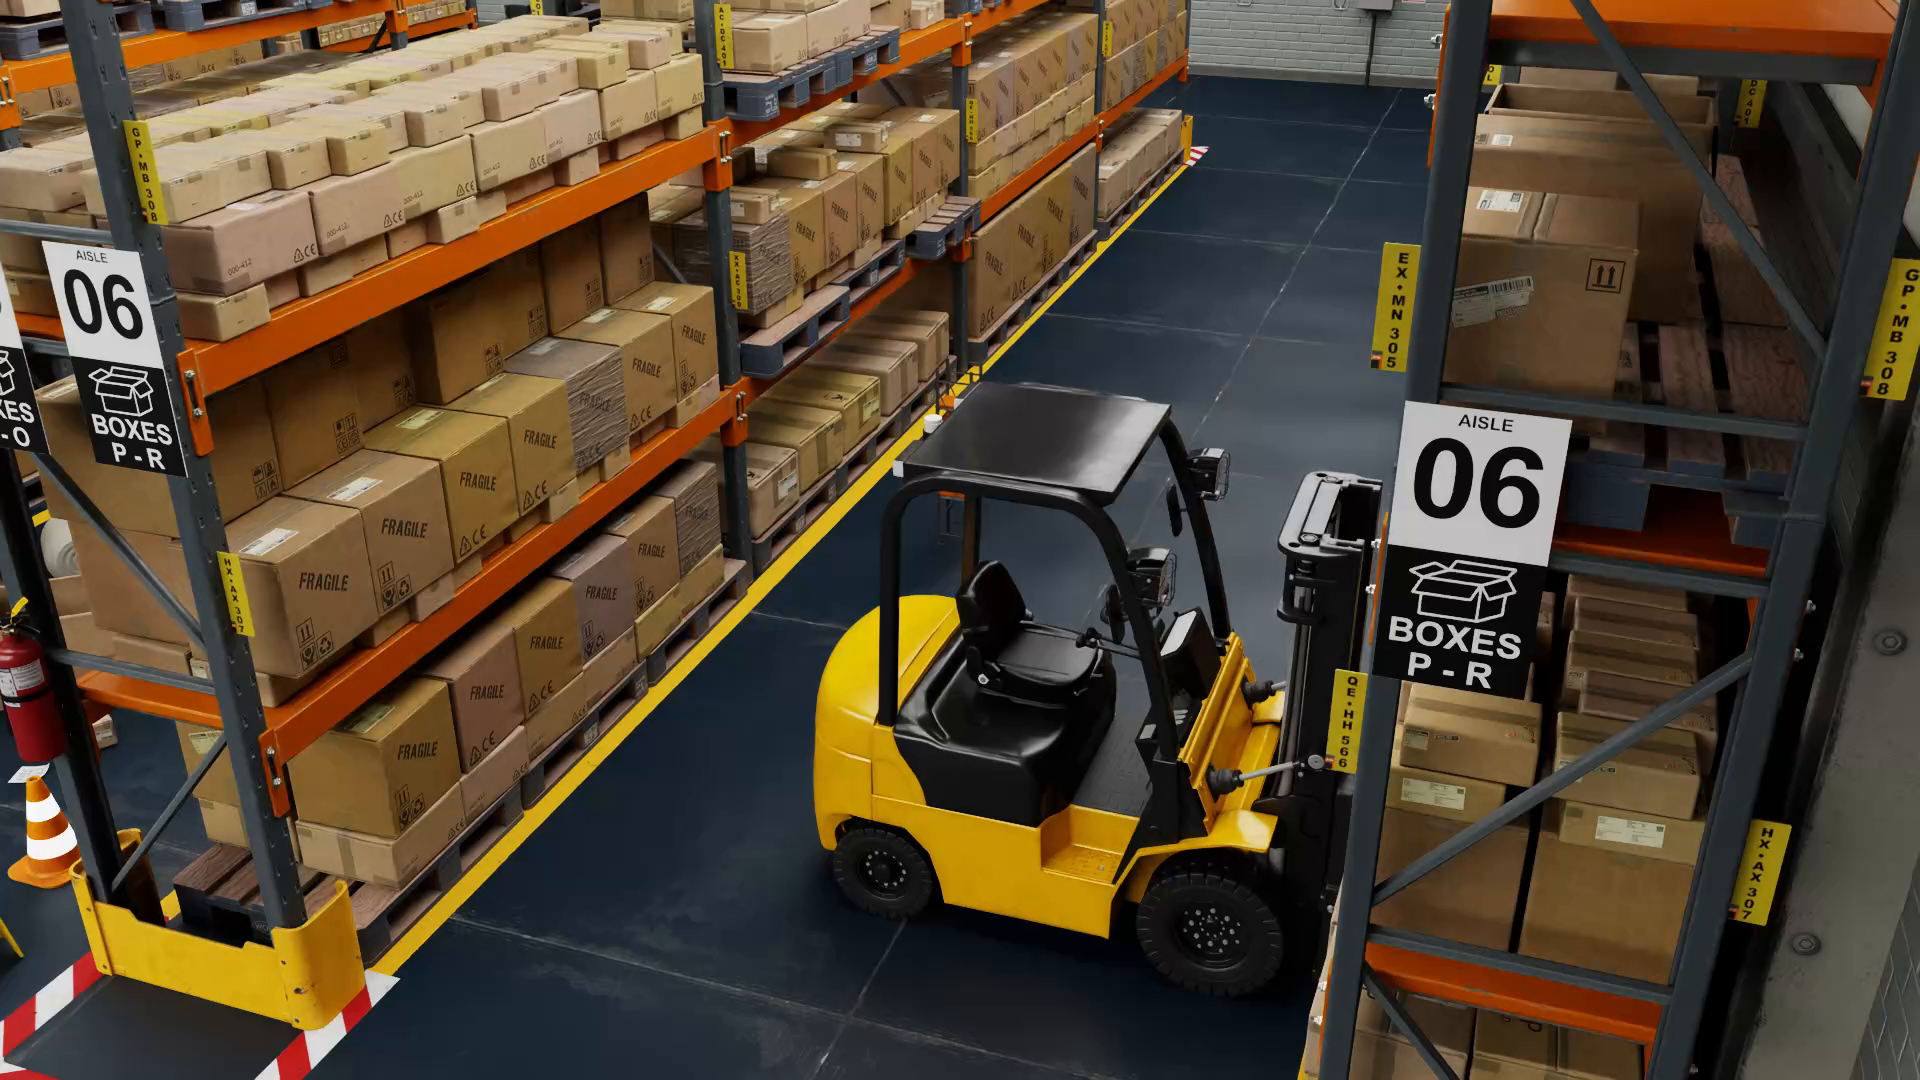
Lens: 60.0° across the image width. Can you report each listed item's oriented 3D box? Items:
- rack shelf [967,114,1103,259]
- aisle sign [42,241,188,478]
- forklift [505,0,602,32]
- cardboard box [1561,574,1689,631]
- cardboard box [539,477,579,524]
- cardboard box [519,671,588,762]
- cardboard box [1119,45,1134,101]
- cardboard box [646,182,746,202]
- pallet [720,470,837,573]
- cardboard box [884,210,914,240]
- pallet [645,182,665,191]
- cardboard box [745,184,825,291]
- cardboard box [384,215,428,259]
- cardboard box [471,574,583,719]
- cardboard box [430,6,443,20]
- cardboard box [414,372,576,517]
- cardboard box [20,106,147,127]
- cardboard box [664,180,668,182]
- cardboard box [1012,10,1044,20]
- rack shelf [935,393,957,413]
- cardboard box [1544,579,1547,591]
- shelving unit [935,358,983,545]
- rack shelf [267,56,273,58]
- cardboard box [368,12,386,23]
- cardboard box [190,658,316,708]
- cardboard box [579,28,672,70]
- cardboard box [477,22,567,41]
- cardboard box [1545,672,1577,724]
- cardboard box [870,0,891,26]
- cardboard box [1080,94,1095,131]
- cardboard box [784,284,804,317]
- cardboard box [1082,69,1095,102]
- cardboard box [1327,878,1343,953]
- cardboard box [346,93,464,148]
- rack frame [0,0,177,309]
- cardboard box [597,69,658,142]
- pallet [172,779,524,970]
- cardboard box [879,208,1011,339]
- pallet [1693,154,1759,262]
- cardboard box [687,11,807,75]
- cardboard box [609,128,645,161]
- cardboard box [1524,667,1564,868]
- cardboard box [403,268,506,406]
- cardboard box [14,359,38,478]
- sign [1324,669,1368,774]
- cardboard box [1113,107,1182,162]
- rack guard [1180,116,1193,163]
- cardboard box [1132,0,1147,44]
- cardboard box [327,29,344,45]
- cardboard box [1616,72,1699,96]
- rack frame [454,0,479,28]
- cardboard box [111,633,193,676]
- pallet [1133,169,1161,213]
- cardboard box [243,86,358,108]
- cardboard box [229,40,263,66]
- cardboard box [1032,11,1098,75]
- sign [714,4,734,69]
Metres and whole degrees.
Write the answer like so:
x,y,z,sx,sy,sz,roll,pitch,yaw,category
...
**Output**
x,y,z,sx,sy,sz,roll,pitch,yaw,category
0.238,-3.281,14.910,1.077,0.370,4.000,9,27,17,rack shelf
-2.818,-0.595,5.554,0.394,0.787,0.004,9,27,17,aisle sign
-3.489,-2.735,13.035,3.031,2.935,1.130,8,27,15,forklift
2.260,0.220,5.652,0.380,0.149,0.250,10,27,19,cardboard box
-2.078,-0.220,8.051,0.380,0.149,0.250,9,27,18,cardboard box
-2.214,0.827,8.273,0.500,0.250,0.500,11,28,21,cardboard box
1.478,-4.833,17.175,0.500,0.500,0.500,9,27,18,cardboard box
-1.657,-1.934,10.365,0.500,0.500,0.500,9,27,18,cardboard box
-1.501,-0.204,10.930,1.003,0.211,1.213,9,27,17,pallet
-0.547,-2.242,11.745,0.380,0.149,0.250,9,27,18,cardboard box
-3.608,-4.129,19.036,1.003,0.211,1.213,9,27,17,pallet
-1.166,-1.864,10.220,0.500,0.500,0.500,9,27,18,cardboard box
-2.406,-1.261,6.759,0.380,0.149,0.250,8,27,16,cardboard box
-2.208,0.494,8.101,0.500,0.500,0.500,9,27,18,cardboard box
-7.088,-6.990,22.033,0.380,0.149,0.250,9,27,18,cardboard box
-2.171,-0.462,7.806,0.500,0.500,0.500,8,27,16,cardboard box
-6.131,-2.727,11.678,0.700,0.500,0.500,8,27,17,cardboard box
-3.374,-4.112,18.590,0.380,0.149,0.250,8,27,15,cardboard box
0.486,-4.783,15.924,0.500,0.500,0.500,9,27,18,cardboard box
-0.005,-0.818,10.339,0.258,0.103,0.180,9,27,17,rack shelf
2.017,0.307,6.559,0.500,0.500,0.500,9,27,18,cardboard box
-0.005,-0.534,10.476,0.258,1.200,0.189,9,27,17,shelving unit
-9.107,-4.718,17.878,1.077,0.370,4.000,9,27,17,rack shelf
-7.529,-6.704,20.985,0.500,0.250,0.500,9,27,18,cardboard box
-2.781,0.508,6.547,0.380,0.149,0.250,9,27,18,cardboard box
-1.672,-2.455,8.310,0.380,0.149,0.250,8,27,16,cardboard box
-2.230,-2.542,8.489,0.380,0.149,0.250,10,27,19,cardboard box
2.063,0.570,5.271,0.380,0.149,0.250,8,27,17,cardboard box
-0.908,-3.549,11.076,0.797,0.503,0.637,9,27,17,cardboard box
0.992,-4.138,16.027,0.500,0.250,0.500,8,27,16,cardboard box
-1.185,-1.498,10.208,0.380,0.149,0.250,9,27,18,cardboard box
0.986,-4.368,15.928,0.500,0.250,0.500,9,27,17,cardboard box
1.616,1.376,5.991,0.500,0.250,0.500,9,27,18,cardboard box
-2.259,-1.711,6.773,0.380,0.149,0.250,10,27,19,cardboard box
-3.089,-2.196,4.958,1.000,3.000,0.127,9,27,17,rack frame
-1.819,-2.127,8.090,0.500,0.250,0.500,8,27,17,cardboard box
-2.760,1.400,7.617,1.003,0.211,1.213,9,27,17,pallet
-0.119,-2.287,13.989,0.875,0.875,0.875,8,27,17,cardboard box
2.664,-1.377,6.811,1.003,0.211,1.213,9,27,17,pallet
-1.186,-2.793,9.324,0.500,0.250,0.500,8,27,16,cardboard box
-1.805,-2.003,8.290,0.380,0.149,0.250,9,27,18,cardboard box
2.172,0.797,5.547,0.500,0.500,0.500,10,27,19,cardboard box
-2.580,-0.982,7.733,0.700,0.500,0.500,9,27,17,cardboard box
-6.735,-0.800,10.916,0.875,0.875,0.875,9,27,18,cardboard box
1.086,0.511,4.653,0.100,0.325,0.005,9,27,17,sign
2.110,-4.821,19.723,0.875,0.438,0.875,8,27,16,cardboard box
2.243,-4.955,20.411,1.175,0.500,0.348,9,27,17,rack guard
1.646,-5.498,17.401,0.500,0.500,0.500,9,27,18,cardboard box
-7.769,-6.149,20.296,0.380,0.149,0.250,8,27,16,cardboard box
3.391,-2.212,8.127,0.380,0.149,0.250,9,27,17,cardboard box
-7.110,-7.508,22.814,1.000,3.000,0.127,9,27,17,rack frame
-3.167,0.433,6.702,0.380,0.149,0.250,10,27,19,cardboard box
1.635,-3.976,18.719,1.003,0.211,1.213,9,27,17,pallet
-2.733,-1.781,6.918,0.380,0.149,0.250,8,27,16,cardboard box
-8.340,-5.677,18.918,0.500,0.500,0.500,9,27,18,cardboard box
0.992,-4.702,15.757,0.500,0.500,0.500,10,27,19,cardboard box
-1.244,-2.646,8.738,0.100,0.325,0.005,9,27,17,sign
